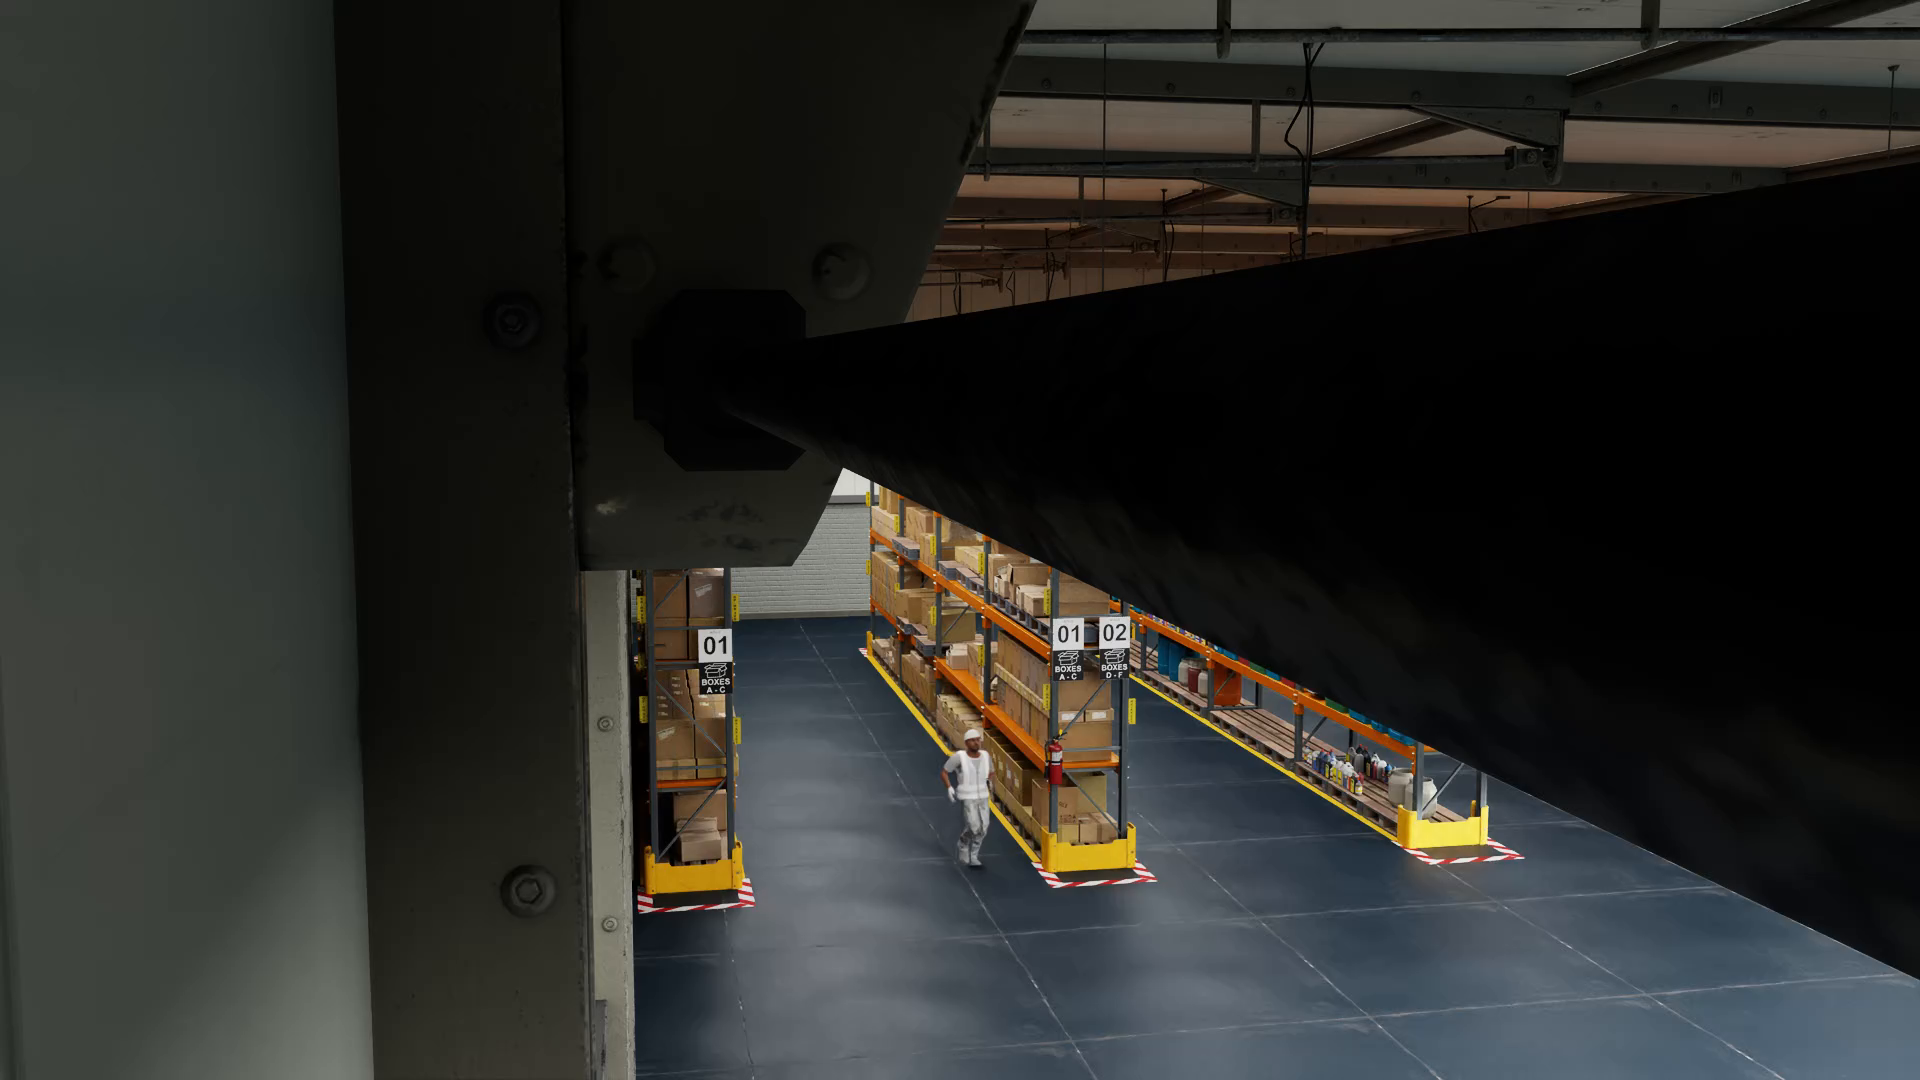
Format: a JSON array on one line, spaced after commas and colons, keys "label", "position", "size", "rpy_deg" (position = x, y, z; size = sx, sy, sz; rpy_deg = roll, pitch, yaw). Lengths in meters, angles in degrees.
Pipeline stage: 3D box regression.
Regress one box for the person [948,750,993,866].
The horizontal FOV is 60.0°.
[{"label": "person", "position": [0.164, 3.404, 20.953], "size": [0.583, 1.463, 0.546], "rpy_deg": [-3, 7, -26]}]
